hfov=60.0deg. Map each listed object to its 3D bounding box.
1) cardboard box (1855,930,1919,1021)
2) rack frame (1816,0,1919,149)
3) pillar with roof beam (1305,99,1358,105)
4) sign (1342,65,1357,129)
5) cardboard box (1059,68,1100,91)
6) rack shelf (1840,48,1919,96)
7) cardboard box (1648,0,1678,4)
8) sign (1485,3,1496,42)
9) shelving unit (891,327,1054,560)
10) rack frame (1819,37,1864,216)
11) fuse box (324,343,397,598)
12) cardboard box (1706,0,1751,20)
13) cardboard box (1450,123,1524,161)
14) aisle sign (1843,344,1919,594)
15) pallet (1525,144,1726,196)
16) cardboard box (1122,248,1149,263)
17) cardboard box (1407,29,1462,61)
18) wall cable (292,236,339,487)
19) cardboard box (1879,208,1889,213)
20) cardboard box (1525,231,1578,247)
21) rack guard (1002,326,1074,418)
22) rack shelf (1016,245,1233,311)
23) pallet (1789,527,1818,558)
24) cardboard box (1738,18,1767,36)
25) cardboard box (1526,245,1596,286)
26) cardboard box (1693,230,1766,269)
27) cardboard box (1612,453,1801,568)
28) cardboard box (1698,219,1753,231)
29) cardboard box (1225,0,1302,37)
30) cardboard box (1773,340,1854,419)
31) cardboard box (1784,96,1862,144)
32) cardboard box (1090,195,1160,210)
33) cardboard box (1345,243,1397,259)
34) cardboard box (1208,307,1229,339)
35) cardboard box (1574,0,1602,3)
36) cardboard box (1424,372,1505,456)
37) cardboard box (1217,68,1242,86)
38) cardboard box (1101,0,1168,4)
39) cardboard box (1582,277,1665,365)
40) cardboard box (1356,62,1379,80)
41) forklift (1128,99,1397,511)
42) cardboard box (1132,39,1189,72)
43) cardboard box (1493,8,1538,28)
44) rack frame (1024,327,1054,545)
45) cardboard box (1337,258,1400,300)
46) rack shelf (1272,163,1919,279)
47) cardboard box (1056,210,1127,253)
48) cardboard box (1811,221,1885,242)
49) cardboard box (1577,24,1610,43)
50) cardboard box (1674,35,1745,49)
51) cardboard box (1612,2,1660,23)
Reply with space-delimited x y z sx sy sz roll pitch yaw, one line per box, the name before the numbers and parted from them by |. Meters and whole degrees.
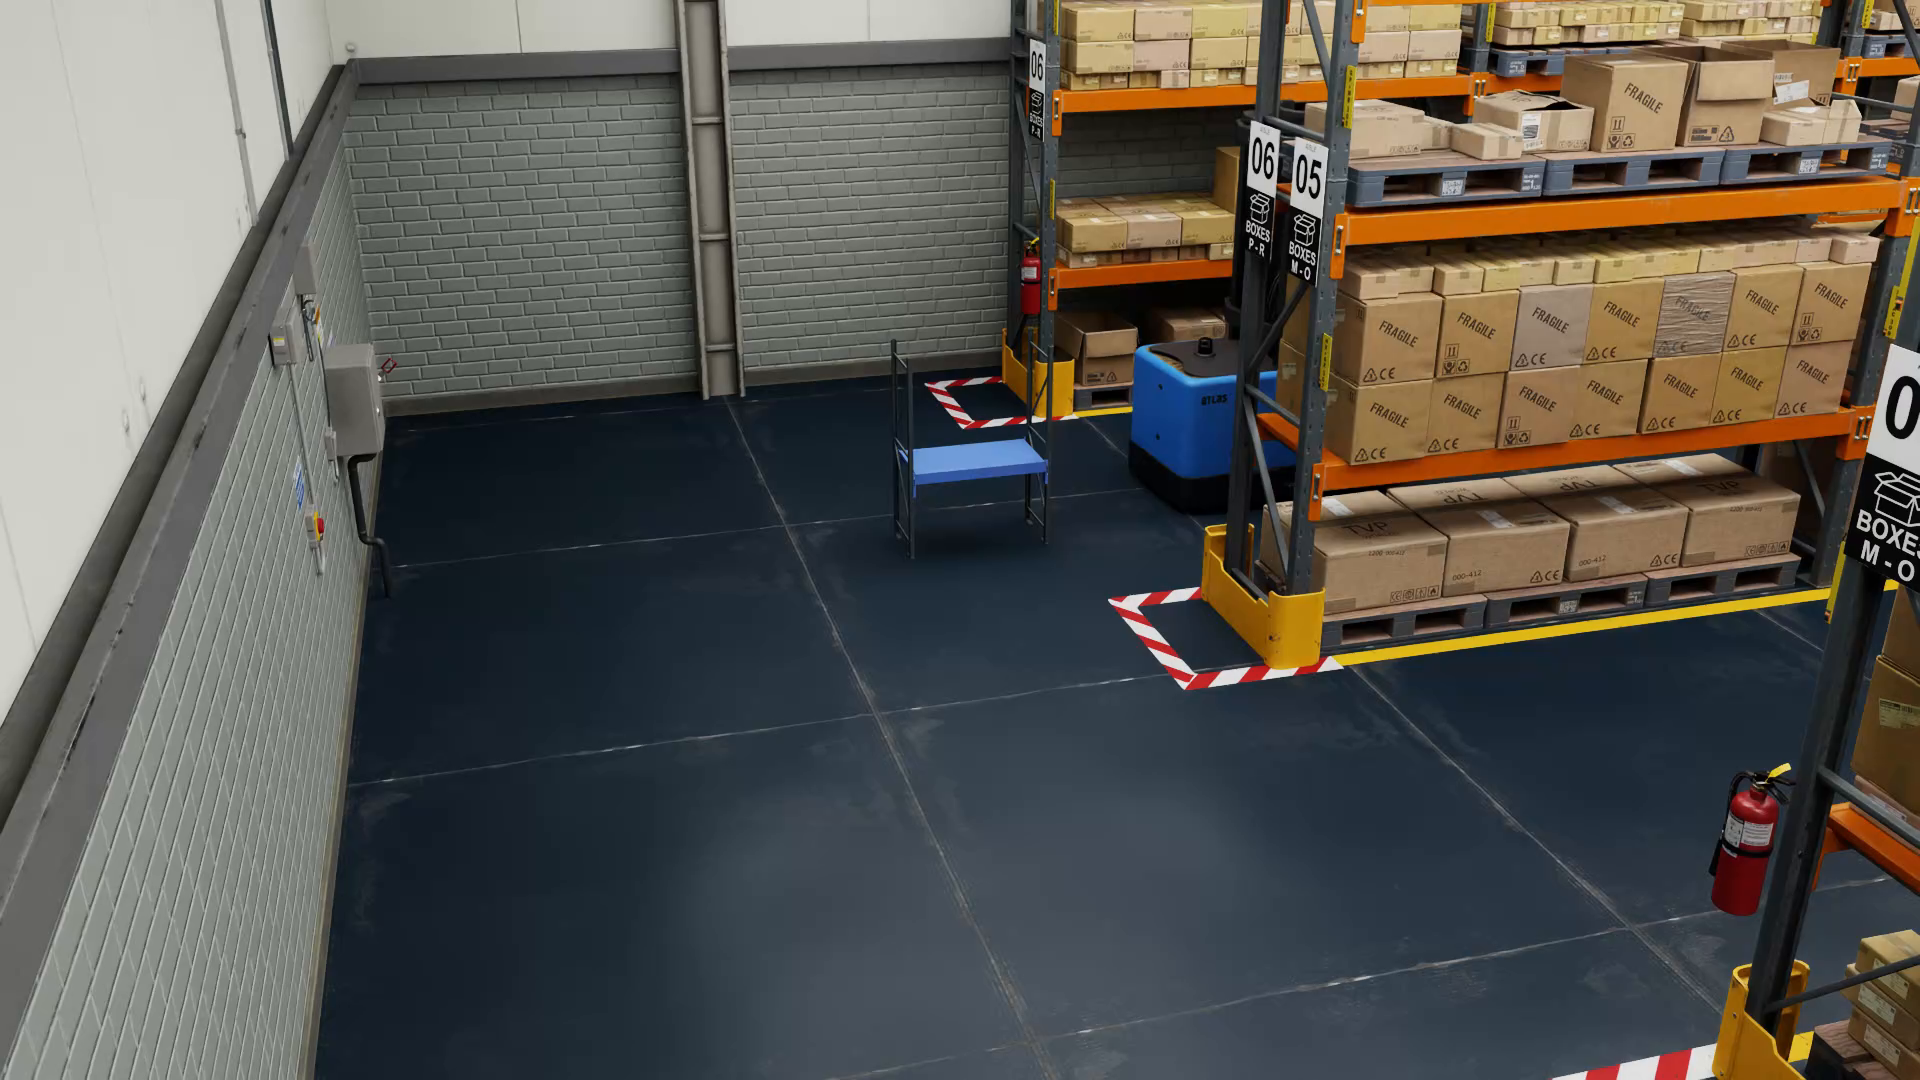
cardboard box | 3.850 1.754 6.686 0.250 0.149 0.380 -6 24 -14
rack frame | 5.826 -3.989 10.134 0.127 3.000 1.000 -6 24 -14
pillar with roof beam | 4.731 -4.506 11.340 0.400 9.000 9.100 -6 24 -14
sign | 2.119 -2.411 9.052 0.005 0.325 0.100 -6 24 -14
cardboard box | 1.000 -3.898 14.046 0.250 0.149 0.380 -6 24 -13
rack shelf | 10.259 -4.803 16.747 4.000 0.370 1.077 -6 24 -14
cardboard box | 6.700 -5.079 15.787 0.250 0.149 0.380 -6 24 -15
sign | 4.636 -4.527 14.536 0.005 0.325 0.100 -6 24 -14
shelving unit | 0.082 -0.698 11.975 1.048 1.500 0.538 -6 24 -14
rack frame | 8.333 -3.542 16.700 0.127 3.000 1.000 -6 24 -14
fuse box | -3.875 -0.417 11.052 0.414 1.711 0.539 -6 24 -14
cardboard box | 7.075 -4.912 15.397 0.250 0.149 0.380 -7 24 -16
cardboard box | 3.085 -2.336 9.746 0.250 0.149 0.380 -5 24 -12
aisle sign | 3.258 -0.238 5.704 0.004 0.787 0.394 -6 24 -14
pallet | 3.863 -2.358 10.249 1.213 0.211 1.003 -6 24 -14
cardboard box | 1.497 -2.591 14.803 0.250 0.149 0.380 -7 24 -15
cardboard box | 4.085 -4.416 14.746 0.500 0.250 0.500 -6 24 -14
wall cable | -3.842 -1.200 9.955 0.122 1.984 0.588 -6 24 -14
cardboard box | 9.312 -3.479 16.744 0.500 0.250 0.500 -7 24 -16
cardboard box | 3.738 -1.901 10.659 0.250 0.149 0.380 -6 24 -13
rack guard | 0.704 -1.549 15.226 0.348 0.500 1.175 -6 24 -14
rack shelf | 2.556 -2.572 15.353 4.000 0.370 1.077 -6 24 -14
pallet | 6.549 -0.061 12.125 1.213 0.211 1.003 -6 24 -14
cardboard box | 7.314 -4.824 15.569 0.250 0.149 0.380 -6 24 -14
cardboard box | 3.644 -1.674 10.131 0.250 0.149 0.380 -6 24 -14
cardboard box | 4.851 -1.838 10.512 0.250 0.149 0.380 -7 24 -15
cardboard box | 5.193 -0.221 11.678 0.875 0.438 0.875 -7 24 -15
cardboard box | 4.975 -2.023 10.944 0.250 0.149 0.380 -7 24 -15
cardboard box | 2.588 -4.482 14.265 0.500 0.250 0.500 -6 24 -13
cardboard box | 5.449 -1.131 10.956 0.500 0.500 0.500 -6 24 -14
cardboard box | 5.298 -2.598 10.207 0.258 0.266 0.396 -6 24 -13
cardboard box | 1.498 -2.962 15.161 0.500 0.250 0.500 -6 24 -14
cardboard box | 2.504 -1.760 10.329 0.250 0.149 0.380 -6 24 -13
cardboard box | 2.614 -1.858 15.413 0.500 0.500 0.500 -6 24 -13
cardboard box | 5.732 -4.939 15.434 0.250 0.149 0.380 -7 24 -16
cardboard box | 2.994 -0.858 10.319 0.500 0.500 0.500 -7 24 -15
cardboard box | 2.236 -4.025 14.341 0.250 0.149 0.380 -7 24 -15
cardboard box | 1.484 -4.574 14.481 0.500 0.250 0.500 -7 24 -16
cardboard box | 3.983 -1.423 10.368 0.500 0.500 0.500 -6 24 -14
cardboard box | 3.480 -4.154 14.641 0.250 0.149 0.380 -6 24 -15
forklift | 2.934 -1.902 12.965 3.031 2.935 1.130 -8 24 -18
cardboard box | 1.615 -4.141 14.107 0.500 0.250 0.500 -6 24 -13
cardboard box | 4.888 -4.620 14.690 0.250 0.149 0.380 -6 24 -13
rack frame | 0.572 -0.752 12.102 0.032 1.500 0.500 -6 24 -14
cardboard box | 2.391 -1.542 9.822 0.250 0.149 0.380 -6 24 -13
rack shelf | 3.900 -2.067 10.370 4.000 0.370 1.077 -6 24 -14
cardboard box | 1.140 -2.704 14.560 0.500 0.250 0.500 -6 24 -14
cardboard box | 6.188 -1.880 11.433 0.500 0.500 0.500 -6 24 -13
cardboard box | 5.619 -4.572 14.956 0.250 0.149 0.380 -6 24 -14
cardboard box | 6.939 -4.597 15.547 0.500 0.250 0.500 -6 24 -14
cardboard box | 6.110 -4.783 15.071 0.250 0.149 0.380 -6 24 -14
